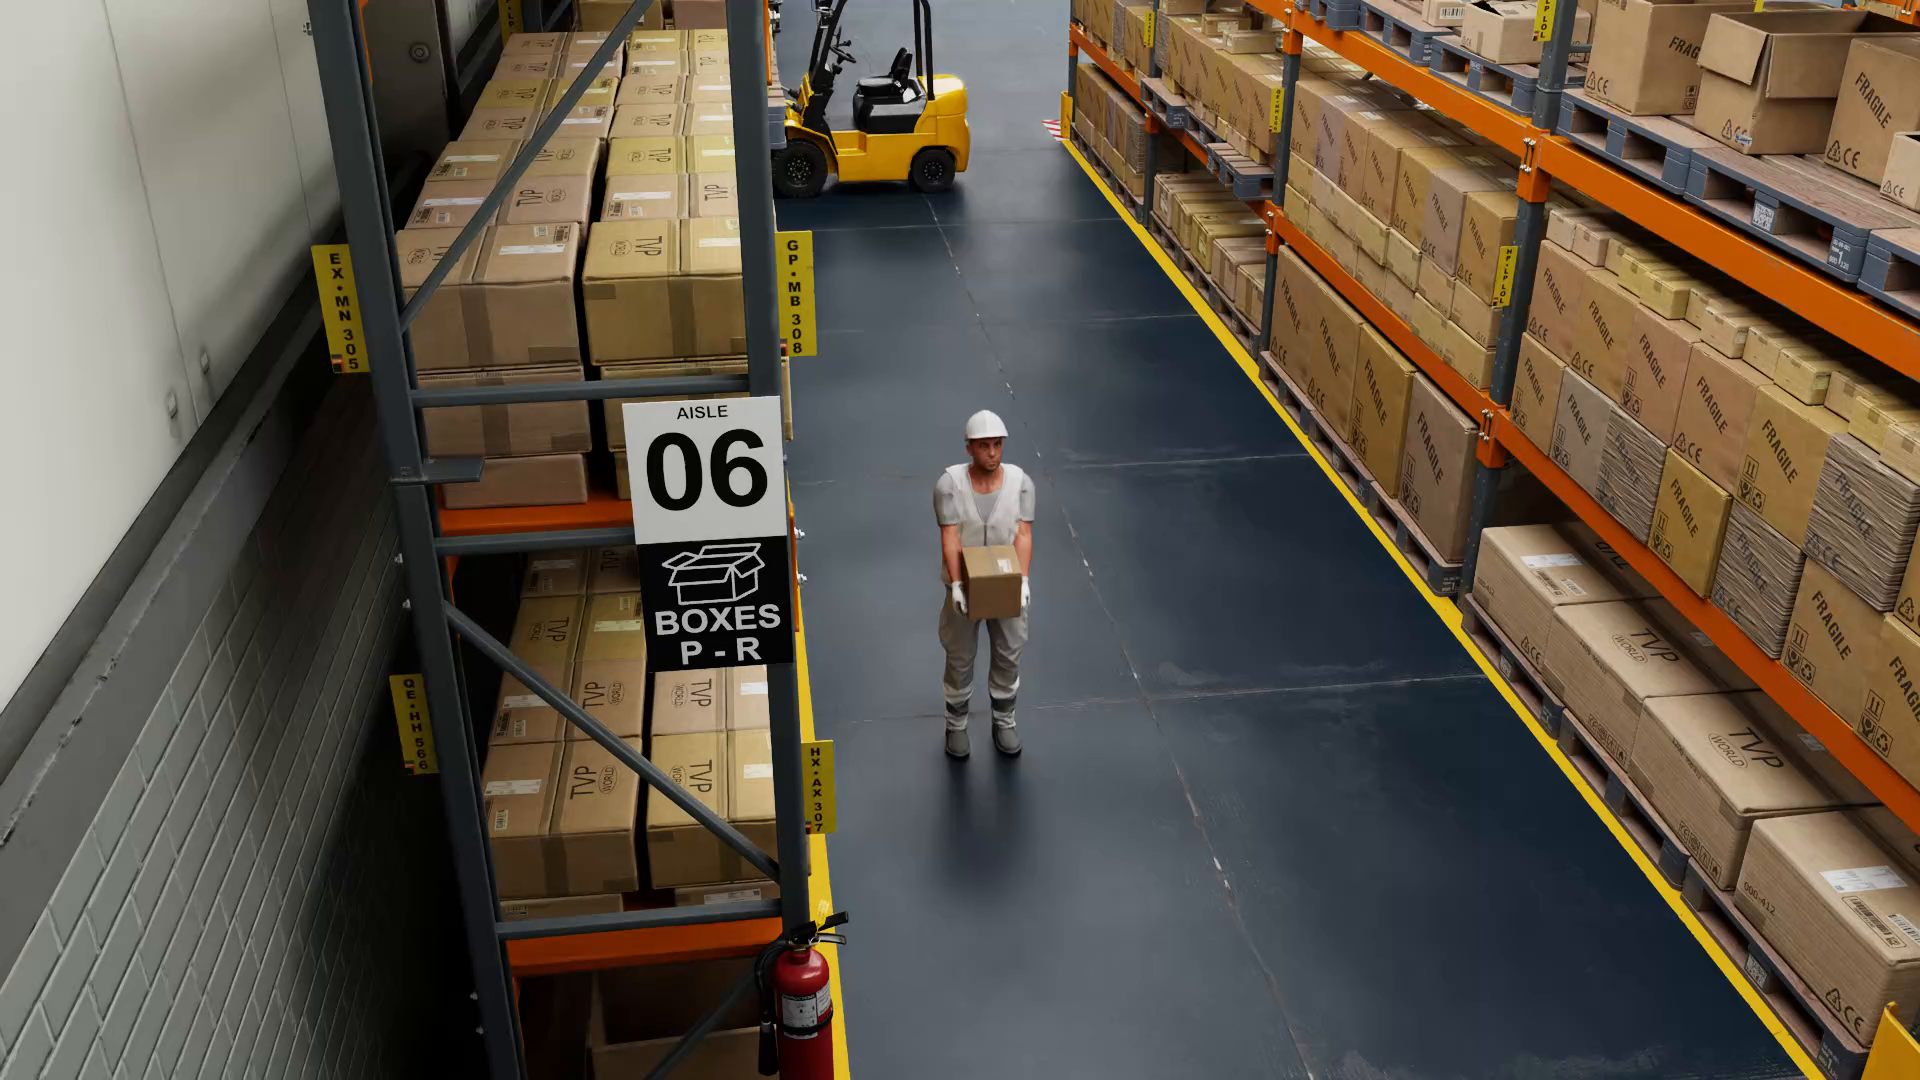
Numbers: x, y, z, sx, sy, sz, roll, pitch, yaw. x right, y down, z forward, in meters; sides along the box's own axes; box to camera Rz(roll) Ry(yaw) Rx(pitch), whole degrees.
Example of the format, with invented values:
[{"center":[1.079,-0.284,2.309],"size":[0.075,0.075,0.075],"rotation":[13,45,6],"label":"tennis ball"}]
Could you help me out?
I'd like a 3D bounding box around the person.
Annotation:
[{"center":[0.135,0.268,8.069],"size":[0.497,1.784,0.561],"rotation":[-4,27,-7],"label":"person"}]
